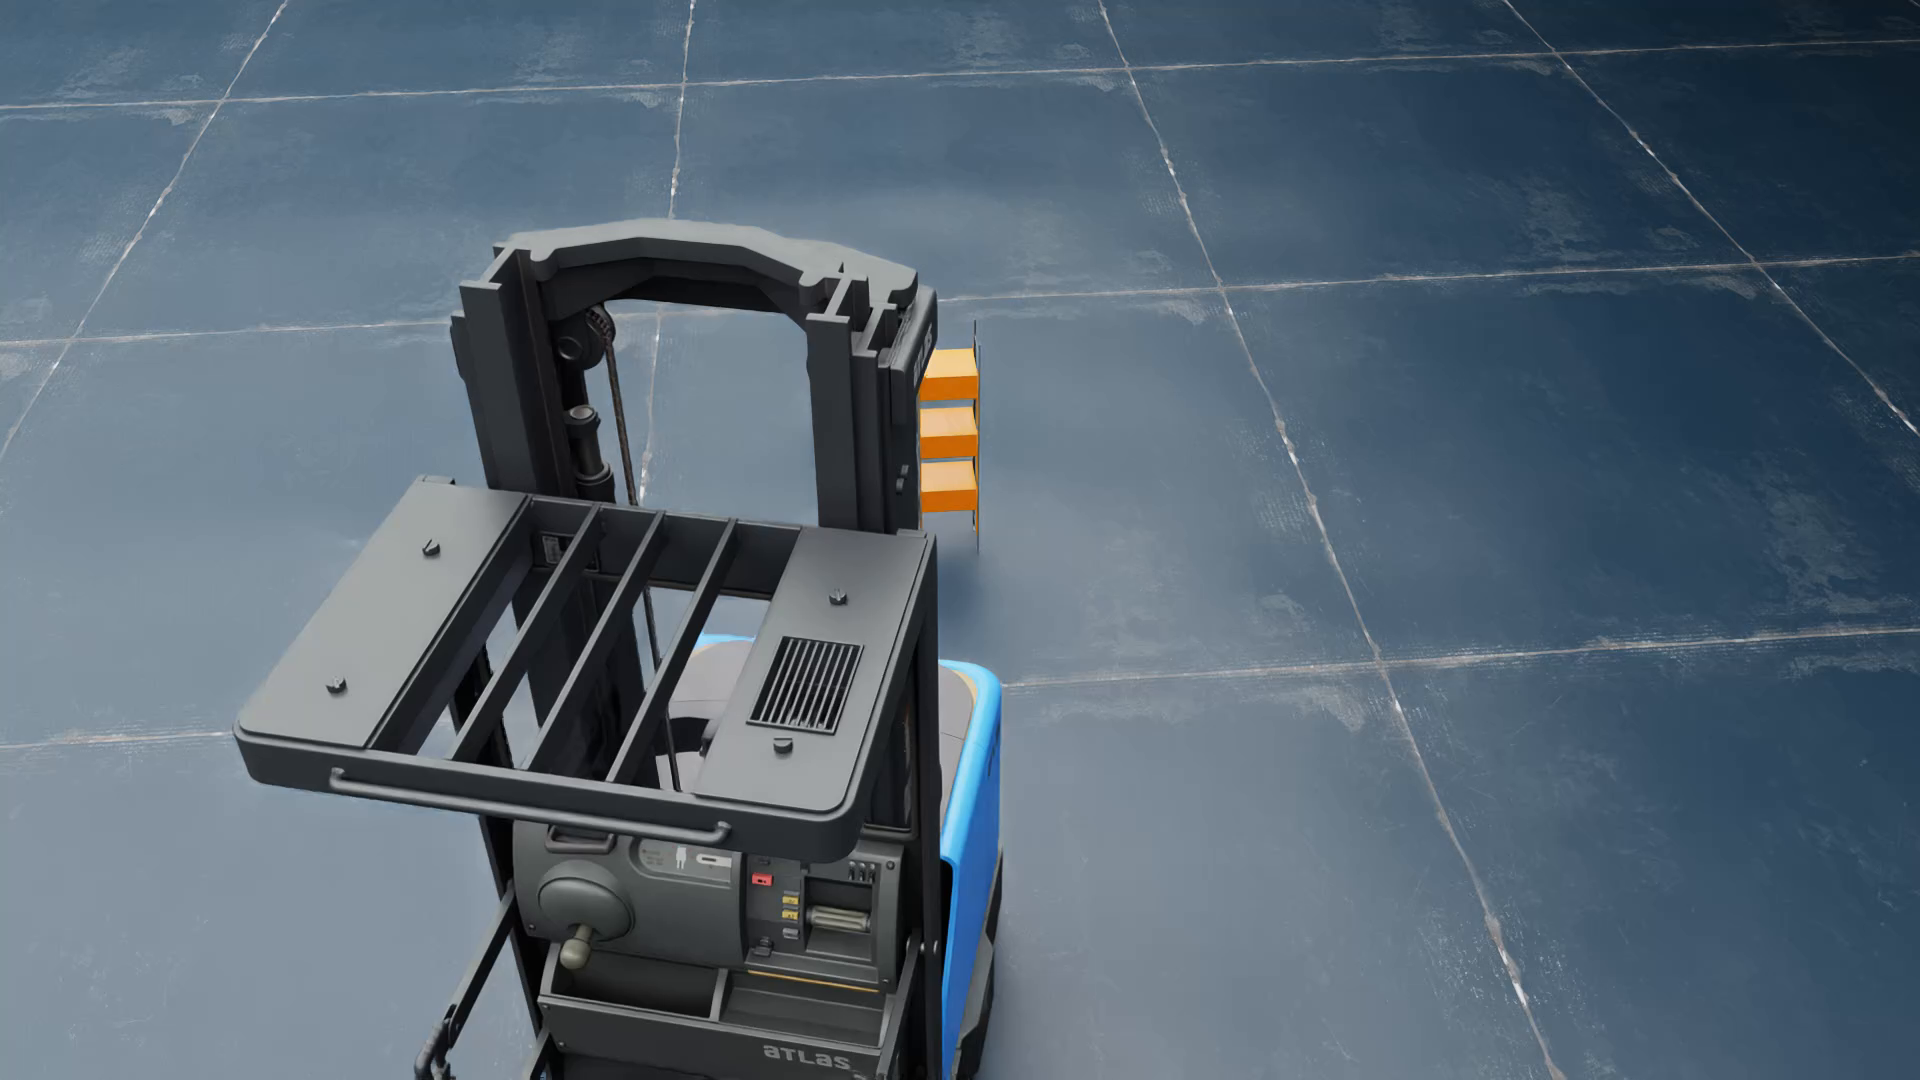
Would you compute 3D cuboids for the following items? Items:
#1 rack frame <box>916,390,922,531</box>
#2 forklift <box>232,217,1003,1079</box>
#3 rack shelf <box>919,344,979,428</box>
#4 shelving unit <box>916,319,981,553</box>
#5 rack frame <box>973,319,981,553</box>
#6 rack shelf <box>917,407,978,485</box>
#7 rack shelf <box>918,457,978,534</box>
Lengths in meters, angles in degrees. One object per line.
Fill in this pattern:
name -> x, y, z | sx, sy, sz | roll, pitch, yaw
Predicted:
rack frame -> -0.175, -0.403, 6.913 | 0.008, 1.050, 0.200 | -3, 38, -4
forklift -> -0.632, 0.917, 3.722 | 1.130, 2.935, 3.031 | 6, 39, 8
rack shelf -> -0.053, -0.624, 6.752 | 0.240, 0.259, 0.215 | -3, 38, -4
shelving unit -> -0.053, -0.409, 6.921 | 0.252, 1.050, 0.215 | -3, 38, -4
rack frame -> 0.068, -0.416, 6.930 | 0.008, 1.050, 0.200 | -3, 38, -4
rack shelf -> -0.053, -0.401, 6.928 | 0.240, 0.259, 0.215 | -3, 38, -4
rack shelf -> -0.053, -0.183, 7.100 | 0.240, 0.259, 0.215 | -3, 38, -4
